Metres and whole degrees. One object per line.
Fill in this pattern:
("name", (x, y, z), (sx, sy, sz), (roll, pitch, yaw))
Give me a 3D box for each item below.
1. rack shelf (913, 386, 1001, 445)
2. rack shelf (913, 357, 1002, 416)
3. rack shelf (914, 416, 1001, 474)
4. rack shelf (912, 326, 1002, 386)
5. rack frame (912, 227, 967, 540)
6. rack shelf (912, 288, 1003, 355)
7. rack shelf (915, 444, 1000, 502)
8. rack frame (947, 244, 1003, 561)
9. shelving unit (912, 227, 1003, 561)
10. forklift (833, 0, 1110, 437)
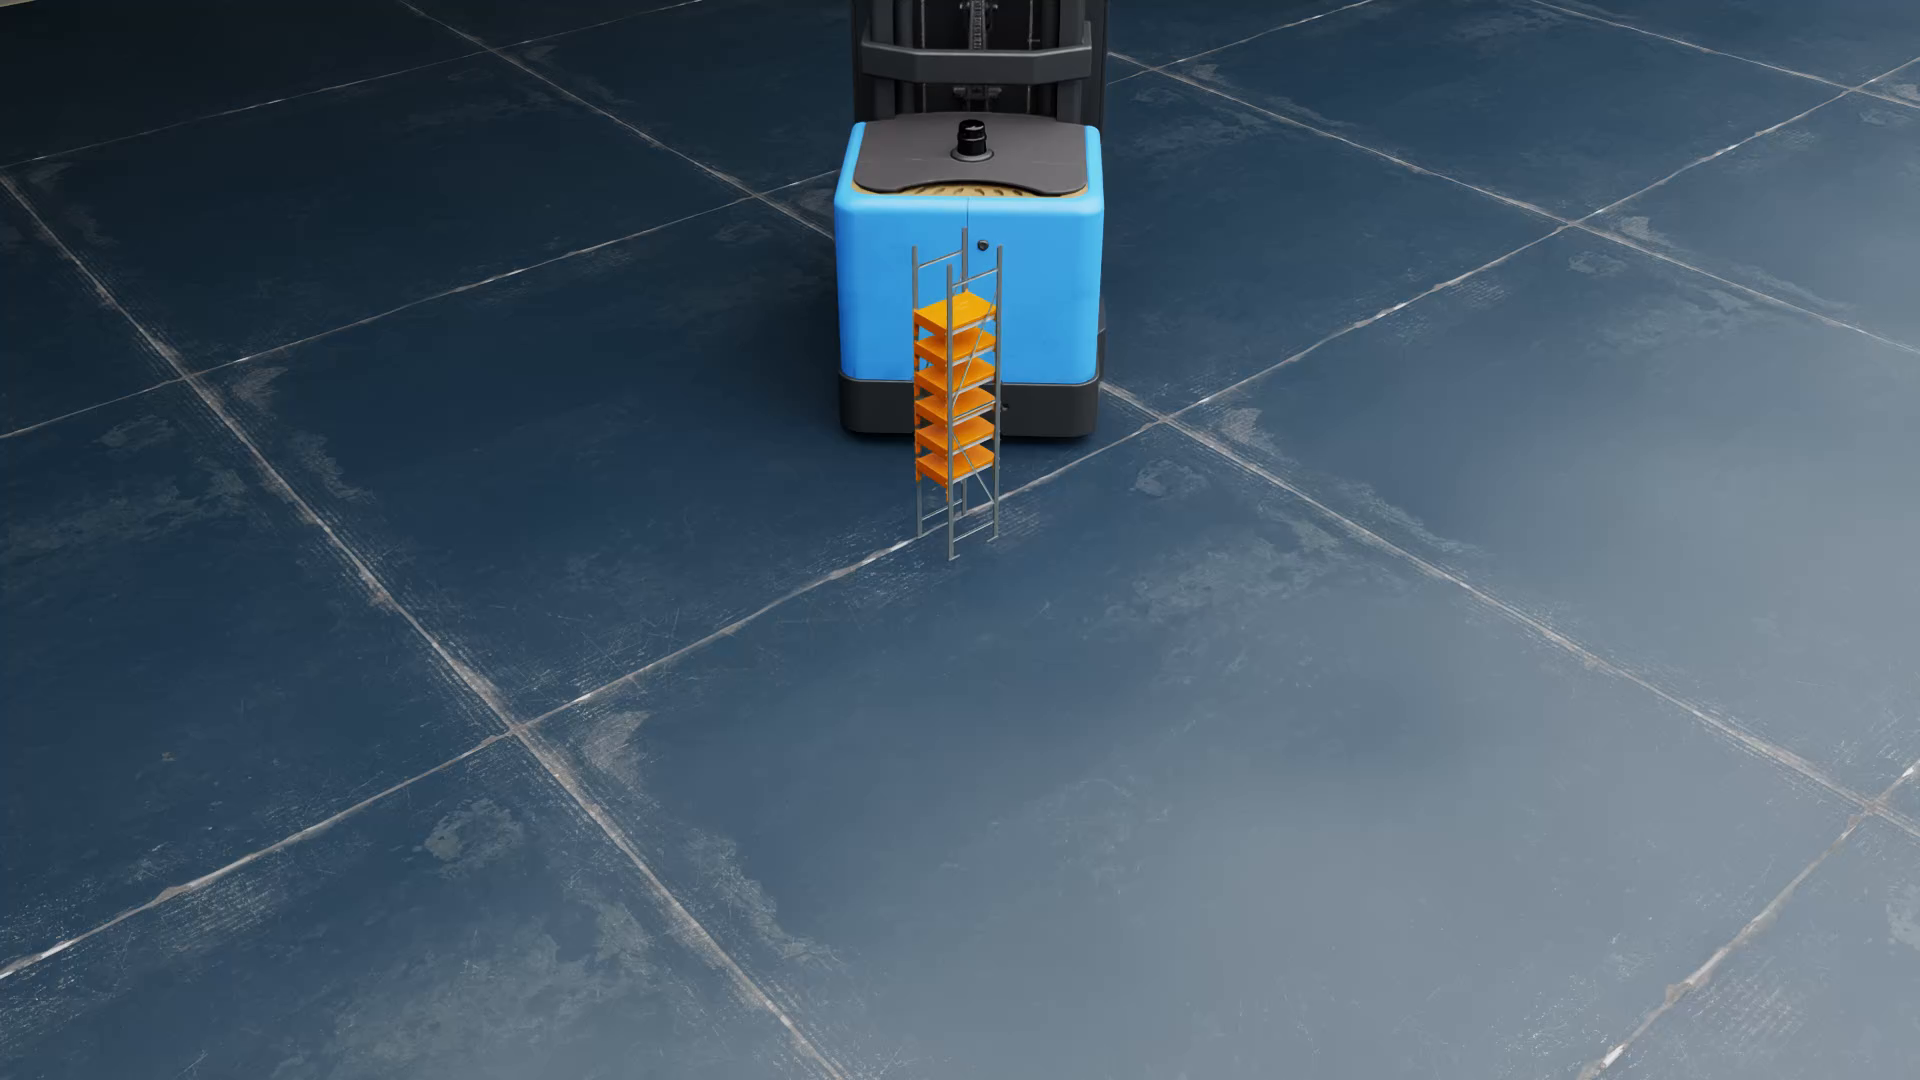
("rack shelf", (-0.009, -0.460, 5.938), (0.258, 0.103, 0.180), (-26, 43, -32))
("rack shelf", (-0.009, -0.558, 5.869), (0.258, 0.103, 0.180), (-26, 43, -32))
("rack shelf", (-0.009, -0.362, 6.007), (0.258, 0.103, 0.180), (-26, 43, -32))
("rack shelf", (-0.009, -0.656, 5.799), (0.258, 0.103, 0.180), (-26, 43, -32))
("rack frame", (-0.068, -0.536, 5.969), (0.240, 1.200, 0.006), (-26, 43, -32))
("rack shelf", (-0.009, -0.754, 5.730), (0.258, 0.103, 0.180), (-26, 43, -32))
("rack shelf", (-0.009, -0.264, 6.077), (0.258, 0.103, 0.180), (-26, 43, -32))
("rack frame", (0.050, -0.456, 5.855), (0.240, 1.200, 0.006), (-26, 43, -32))
("shelving unit", (-0.009, -0.496, 5.912), (0.258, 1.200, 0.189), (-26, 43, -32))
("forklift", (0.094, -2.436, 7.153), (1.130, 2.935, 3.031), (1, 35, 2))
